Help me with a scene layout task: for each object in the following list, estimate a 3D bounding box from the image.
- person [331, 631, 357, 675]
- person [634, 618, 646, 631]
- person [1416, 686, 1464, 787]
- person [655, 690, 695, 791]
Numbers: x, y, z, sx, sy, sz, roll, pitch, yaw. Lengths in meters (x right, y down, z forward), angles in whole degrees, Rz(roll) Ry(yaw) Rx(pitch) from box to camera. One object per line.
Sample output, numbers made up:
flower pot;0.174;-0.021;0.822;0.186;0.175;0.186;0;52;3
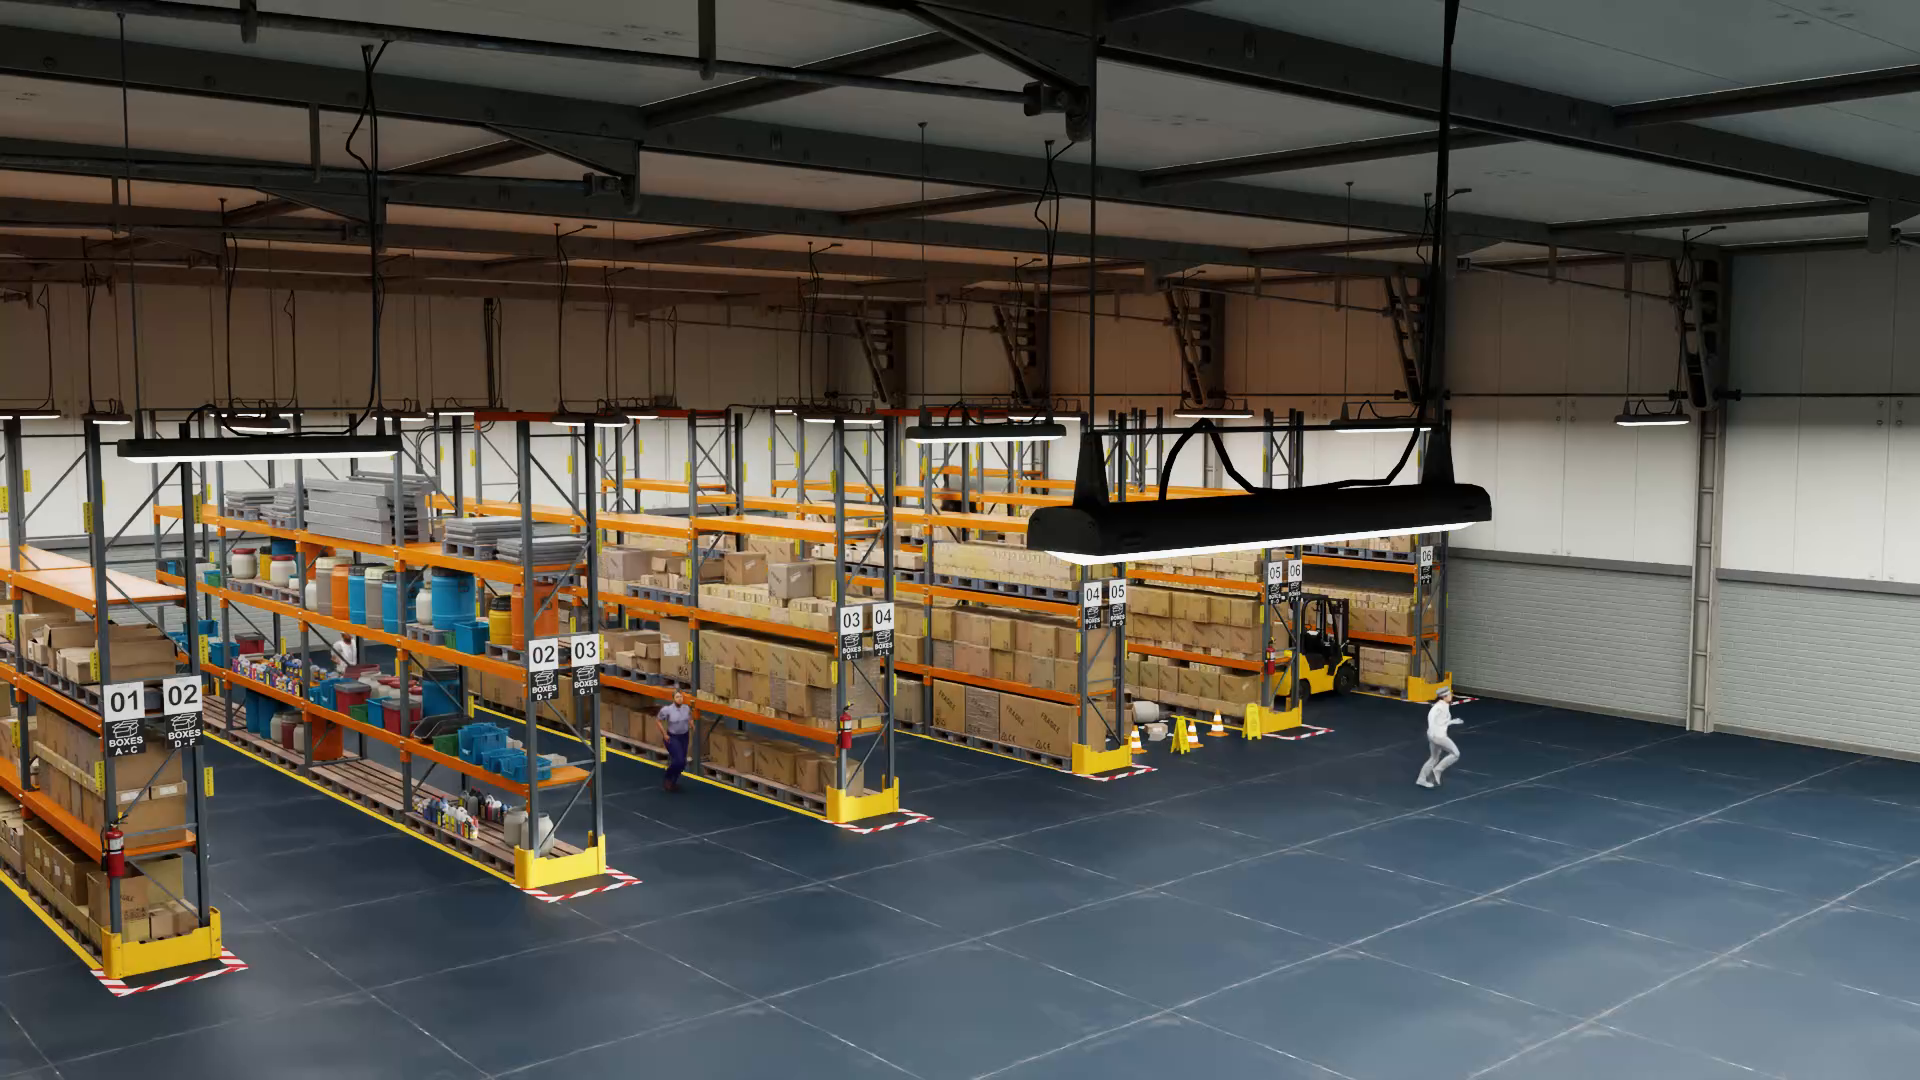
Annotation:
person;-12.100;2.586;32.787;0.876;1.776;0.657;3;6;34
person;-7.940;1.877;41.473;0.576;1.622;0.555;5;7;42
person;7.703;3.151;26.638;0.732;1.642;0.645;1;5;8
person;-4.474;3.198;26.469;0.573;1.615;0.601;-5;7;-43
